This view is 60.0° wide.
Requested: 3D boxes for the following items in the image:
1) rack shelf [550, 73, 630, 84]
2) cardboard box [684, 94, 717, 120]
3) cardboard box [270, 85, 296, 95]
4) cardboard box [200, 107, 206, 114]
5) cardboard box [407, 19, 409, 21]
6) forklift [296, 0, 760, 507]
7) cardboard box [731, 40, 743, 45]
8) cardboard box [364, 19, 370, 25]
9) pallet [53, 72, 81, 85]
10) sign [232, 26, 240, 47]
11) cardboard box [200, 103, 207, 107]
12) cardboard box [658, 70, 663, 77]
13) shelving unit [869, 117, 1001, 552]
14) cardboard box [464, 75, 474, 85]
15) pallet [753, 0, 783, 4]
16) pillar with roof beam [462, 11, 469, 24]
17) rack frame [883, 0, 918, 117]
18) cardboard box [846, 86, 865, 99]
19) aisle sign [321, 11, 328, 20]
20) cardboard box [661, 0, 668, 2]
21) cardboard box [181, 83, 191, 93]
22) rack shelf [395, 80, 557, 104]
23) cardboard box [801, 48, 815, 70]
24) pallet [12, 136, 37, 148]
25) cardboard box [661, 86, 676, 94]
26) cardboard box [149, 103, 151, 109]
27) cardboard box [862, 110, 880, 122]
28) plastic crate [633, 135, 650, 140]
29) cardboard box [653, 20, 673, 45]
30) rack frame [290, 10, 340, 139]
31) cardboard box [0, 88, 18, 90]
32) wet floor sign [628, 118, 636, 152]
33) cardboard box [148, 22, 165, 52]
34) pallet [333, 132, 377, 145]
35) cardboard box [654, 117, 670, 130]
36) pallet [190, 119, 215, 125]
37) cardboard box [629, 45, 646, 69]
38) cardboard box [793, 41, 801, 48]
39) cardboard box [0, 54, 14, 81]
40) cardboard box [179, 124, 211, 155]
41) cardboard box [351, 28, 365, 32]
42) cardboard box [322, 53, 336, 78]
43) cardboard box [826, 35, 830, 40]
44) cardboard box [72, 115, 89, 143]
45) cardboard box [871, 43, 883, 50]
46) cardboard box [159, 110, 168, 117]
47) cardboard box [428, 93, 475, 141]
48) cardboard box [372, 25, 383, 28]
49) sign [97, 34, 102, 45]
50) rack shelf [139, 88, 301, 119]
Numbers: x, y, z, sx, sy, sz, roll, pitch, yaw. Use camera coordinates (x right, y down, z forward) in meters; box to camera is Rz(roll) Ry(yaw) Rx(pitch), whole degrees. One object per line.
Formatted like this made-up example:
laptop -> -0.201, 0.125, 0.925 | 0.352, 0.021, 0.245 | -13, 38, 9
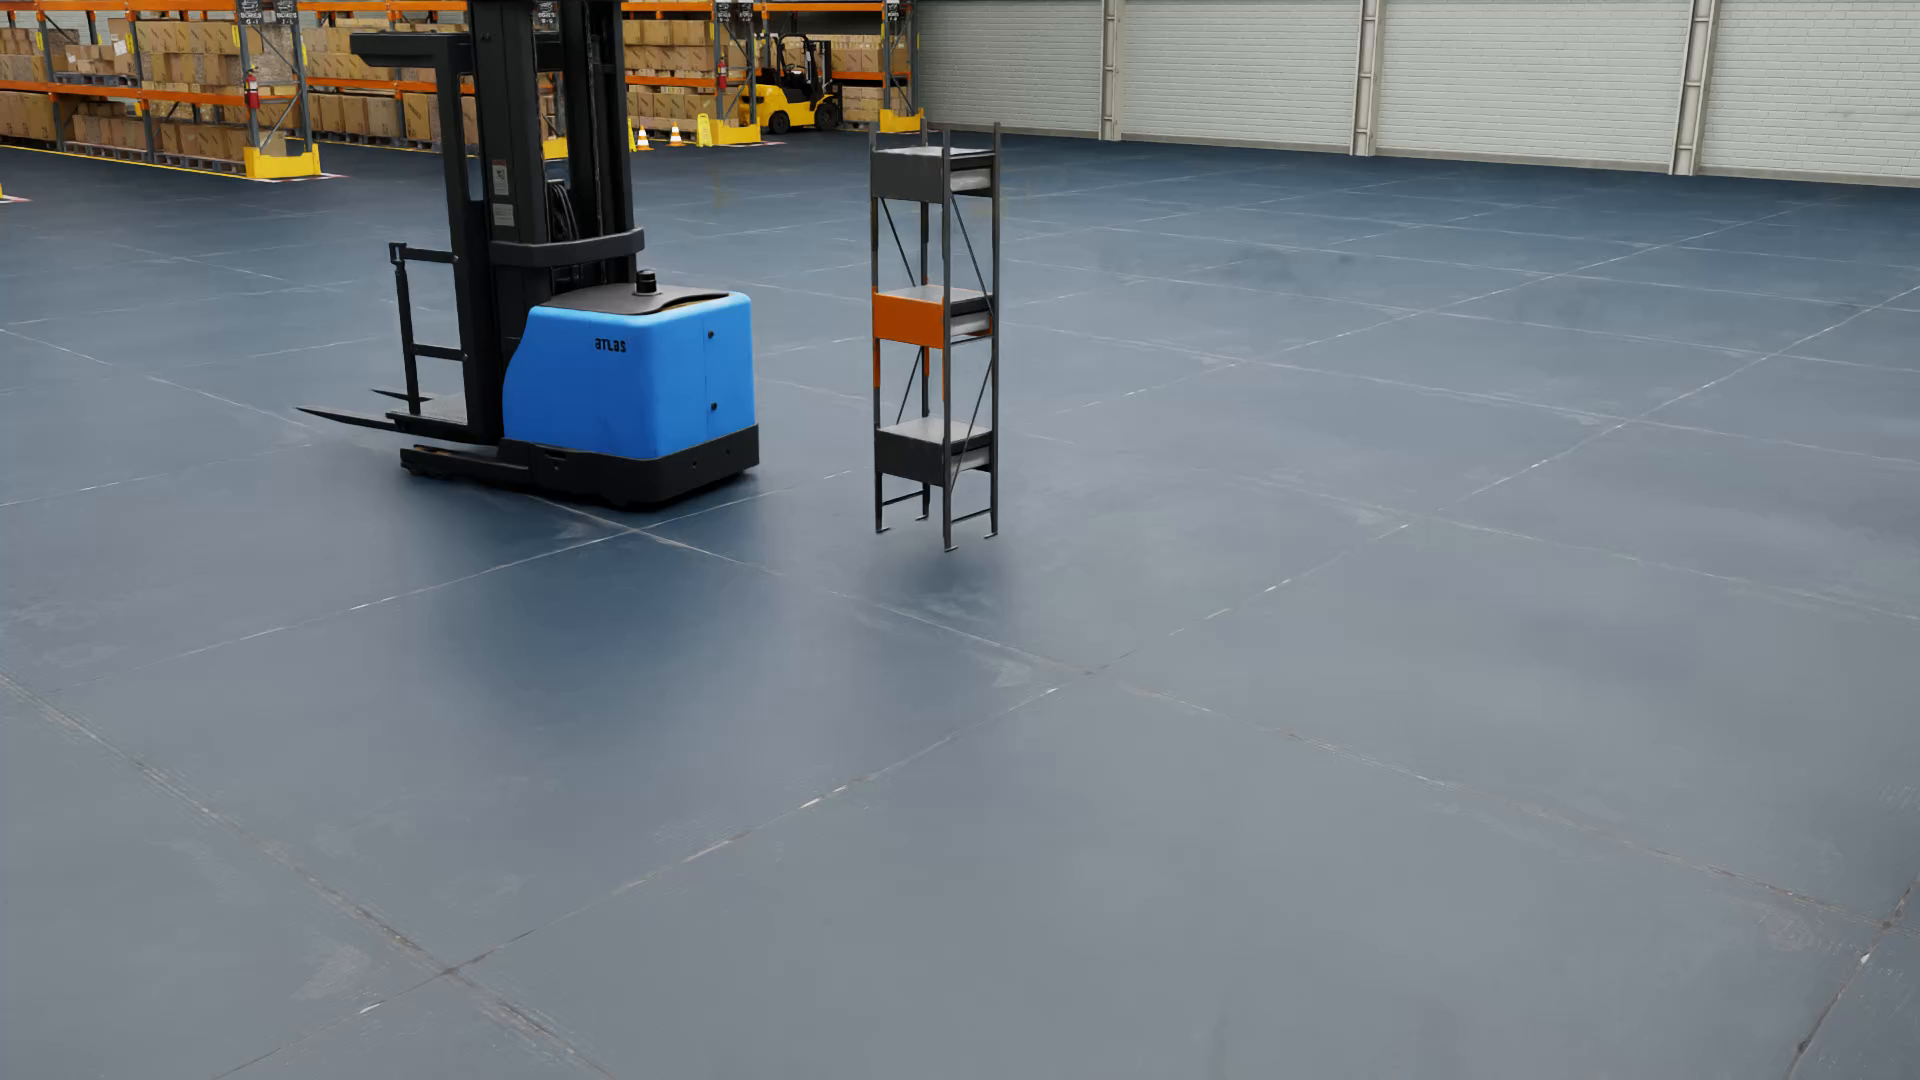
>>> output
rack shelf -> -9.132, -10.595, 38.226 | 4.000, 0.370, 1.077 | 15, 23, 39
cardboard box -> -5.417, -9.082, 34.881 | 0.500, 0.500, 0.500 | 15, 23, 40
cardboard box -> -11.277, -7.482, 27.645 | 0.250, 0.149, 0.380 | 15, 23, 39
cardboard box -> -17.487, -10.028, 38.778 | 0.250, 0.149, 0.380 | 14, 22, 37
cardboard box -> -13.886, -13.146, 42.184 | 0.250, 0.149, 0.380 | 15, 23, 40
forklift -> -2.718, -1.882, 9.697 | 3.031, 2.935, 1.130 | 10, 20, 28
cardboard box -> -5.385, -12.167, 40.752 | 0.250, 0.149, 0.380 | 14, 22, 38
cardboard box -> -14.976, -13.237, 42.470 | 0.250, 0.149, 0.380 | 14, 23, 38
pallet -> -16.602, -8.887, 31.972 | 1.003, 0.211, 1.213 | 15, 23, 39
sign -> -11.606, -8.072, 26.650 | 0.005, 0.325, 0.100 | 15, 23, 39
cardboard box -> -17.486, -10.182, 38.771 | 0.250, 0.149, 0.380 | 15, 23, 40
cardboard box -> -6.196, -9.951, 35.424 | 0.250, 0.149, 0.380 | 15, 23, 39
shelving unit -> -0.124, -1.034, 8.399 | 0.503, 2.100, 0.431 | 15, 23, 39
cardboard box -> -8.923, -8.975, 31.684 | 0.550, 0.550, 0.875 | 15, 23, 39
pallet -> -5.013, -13.173, 40.517 | 1.217, 0.209, 0.805 | 14, 22, 37
pillar with roof beam -> -17.595, -16.700, 46.357 | 0.400, 9.000, 9.100 | 15, 23, 39
rack frame -> -1.352, -10.857, 37.862 | 0.127, 3.000, 1.000 | 15, 23, 39
cardboard box -> -2.290, -10.346, 38.451 | 0.500, 0.250, 0.500 | 16, 23, 40
aisle sign -> -16.858, -14.133, 43.889 | 0.004, 0.787, 0.394 | 15, 23, 39
cardboard box -> -6.036, -11.315, 34.762 | 0.250, 0.149, 0.380 | 14, 22, 38
cardboard box -> -13.122, -7.765, 28.535 | 0.250, 0.149, 0.380 | 15, 23, 39
rack shelf -> -9.350, -8.651, 32.102 | 4.000, 0.370, 1.077 | 15, 23, 39
cardboard box -> -3.406, -11.357, 39.274 | 0.500, 0.500, 0.500 | 15, 23, 39
pallet -> -18.654, -8.188, 34.064 | 1.213, 0.211, 1.003 | 15, 23, 39
cardboard box -> -6.118, -9.554, 35.297 | 0.250, 0.149, 0.380 | 16, 24, 42
cardboard box -> -19.600, -10.625, 40.659 | 0.250, 0.149, 0.380 | 16, 24, 41
cardboard box -> -1.914, -9.769, 38.287 | 0.500, 0.250, 0.500 | 15, 23, 40
plastic crate -> -7.006, -8.644, 35.716 | 0.583, 0.080, 0.402 | 7, 19, 21
cardboard box -> -5.995, -10.635, 34.852 | 0.500, 0.500, 0.700 | 15, 23, 39
rack frame -> -13.838, -10.199, 35.790 | 0.127, 3.000, 1.000 | 15, 23, 39
cardboard box -> -19.706, -8.964, 34.716 | 0.875, 0.875, 1.225 | 15, 23, 39
wet floor sign -> -6.519, -7.913, 32.478 | 0.232, 0.644, 0.267 | 11, 20, 30
cardboard box -> -13.671, -8.712, 28.794 | 0.500, 0.500, 0.500 | 15, 23, 39
pallet -> -12.390, -8.450, 34.887 | 1.213, 0.211, 1.003 | 15, 23, 39
cardboard box -> -6.205, -8.934, 35.654 | 0.500, 0.250, 0.500 | 14, 22, 37
pallet -> -17.356, -9.800, 39.142 | 1.213, 0.211, 1.003 | 15, 23, 39
cardboard box -> -6.734, -10.375, 35.687 | 0.500, 0.500, 0.500 | 15, 23, 39
cardboard box -> -3.737, -11.729, 39.374 | 0.250, 0.149, 0.380 | 16, 23, 40
cardboard box -> -18.879, -9.495, 33.406 | 0.500, 0.500, 0.500 | 16, 23, 40
cardboard box -> -13.508, -7.100, 29.463 | 0.500, 0.500, 0.500 | -10, 20, -28
cardboard box -> -11.985, -10.223, 34.047 | 0.500, 0.500, 0.700 | 15, 23, 40
cardboard box -> -12.922, -9.893, 34.659 | 0.500, 0.500, 0.500 | 15, 23, 39
cardboard box -> -2.911, -11.686, 38.747 | 0.250, 0.149, 0.380 | 15, 23, 40
cardboard box -> -16.692, -7.985, 32.220 | 0.500, 0.500, 0.700 | 14, 22, 36
cardboard box -> -1.798, -11.220, 37.768 | 0.250, 0.149, 0.380 | 15, 23, 40
cardboard box -> -19.083, -10.311, 40.160 | 0.250, 0.149, 0.380 | 15, 23, 40
cardboard box -> -9.746, -8.261, 32.501 | 0.875, 0.875, 0.875 | 15, 23, 40
cardboard box -> -14.530, -12.803, 42.175 | 0.500, 0.500, 0.500 | 15, 23, 38
sign -> -16.853, -9.736, 32.547 | 0.005, 0.325, 0.100 | 15, 23, 39
rack shelf -> -12.718, -7.550, 28.630 | 4.000, 0.370, 1.077 | 15, 23, 39
